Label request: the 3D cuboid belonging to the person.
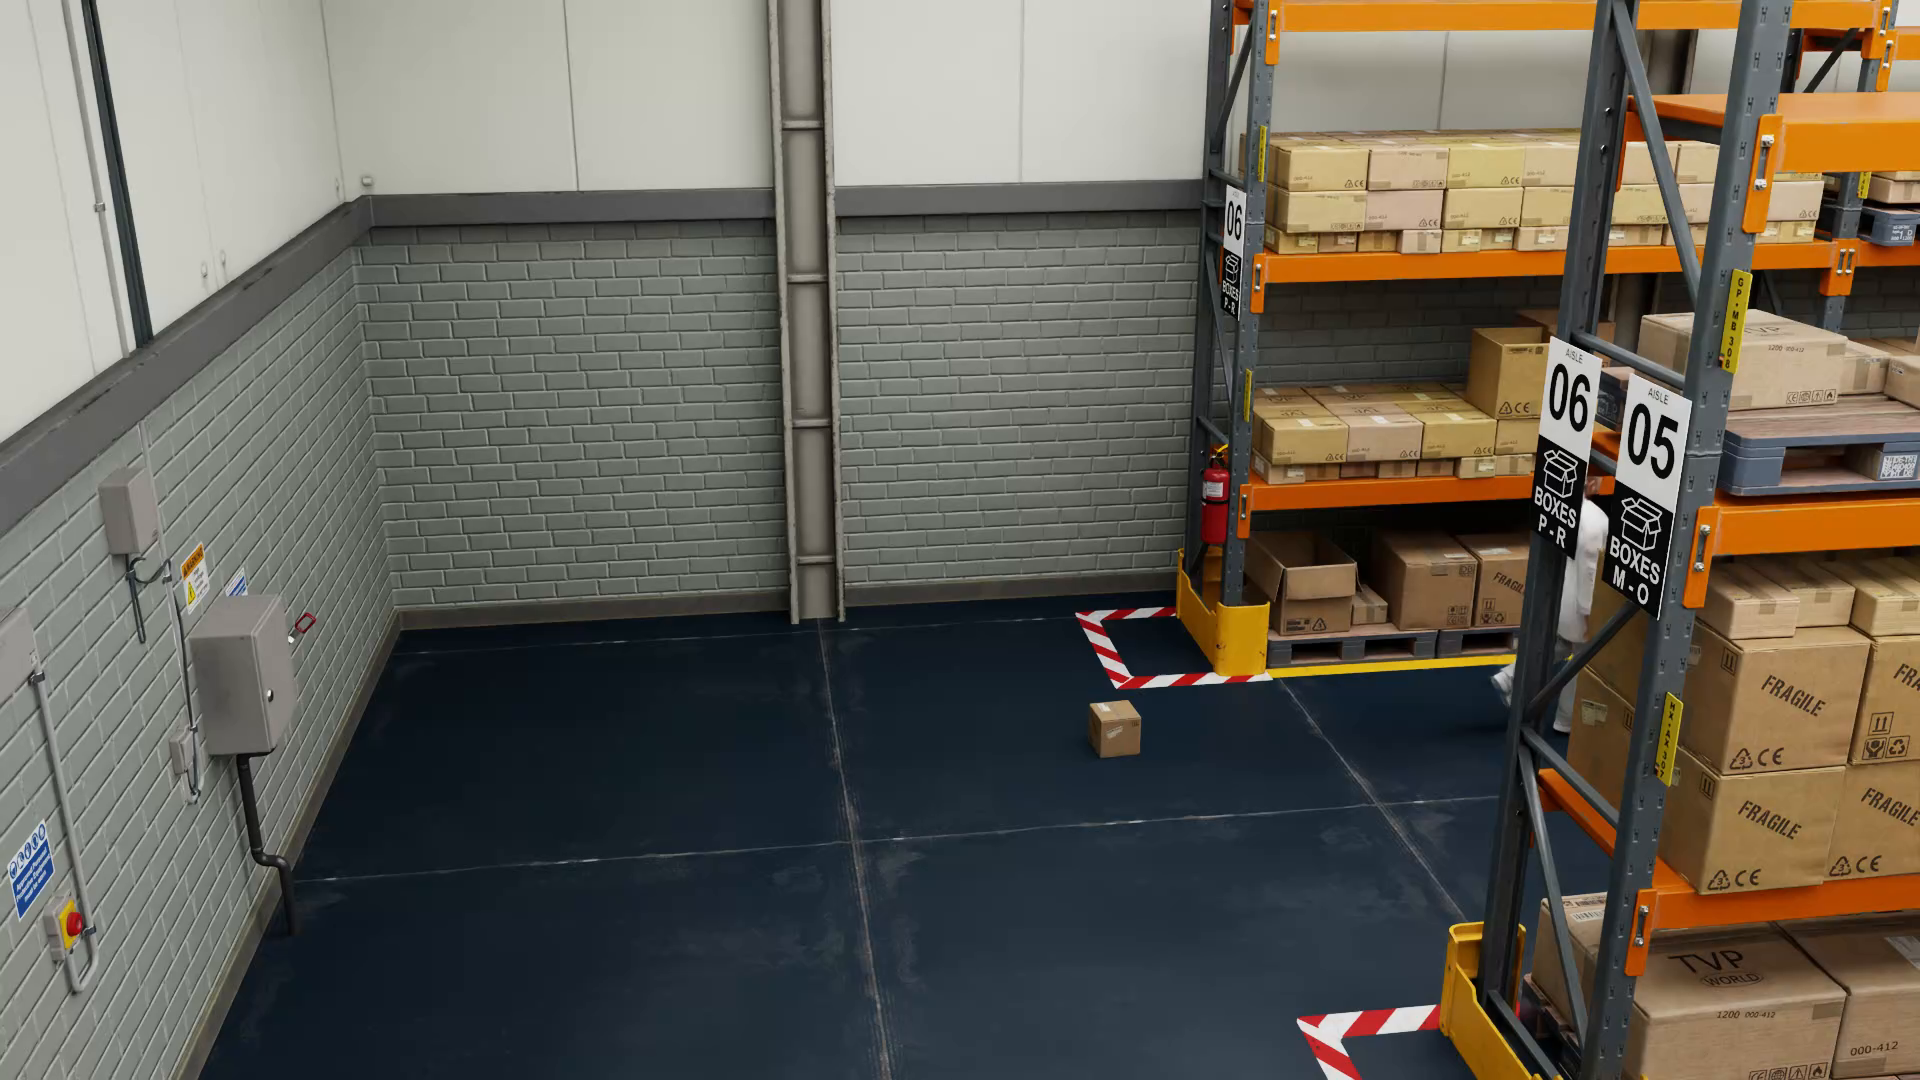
[{"bbox_3d":[3.680,0.337,10.096,0.756,1.759,0.590,-4,20,-10],"label":"person"}]
